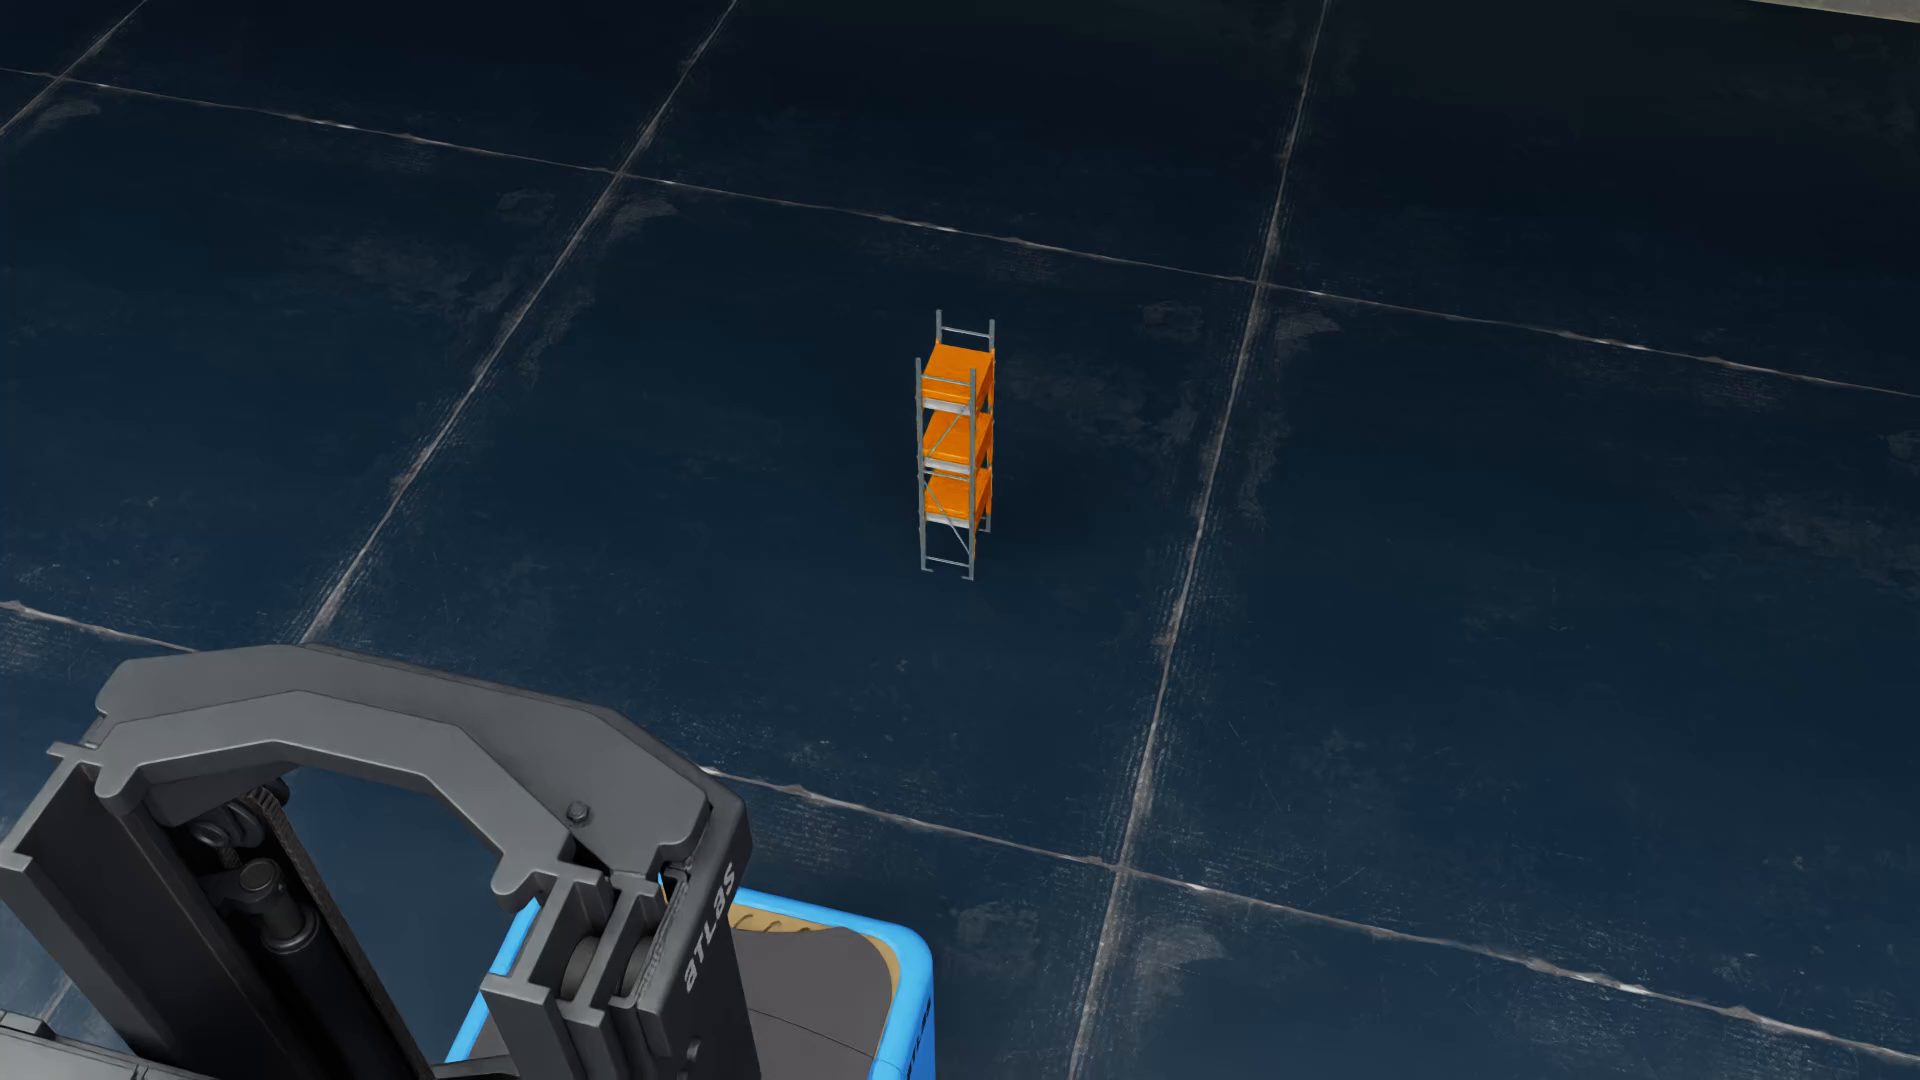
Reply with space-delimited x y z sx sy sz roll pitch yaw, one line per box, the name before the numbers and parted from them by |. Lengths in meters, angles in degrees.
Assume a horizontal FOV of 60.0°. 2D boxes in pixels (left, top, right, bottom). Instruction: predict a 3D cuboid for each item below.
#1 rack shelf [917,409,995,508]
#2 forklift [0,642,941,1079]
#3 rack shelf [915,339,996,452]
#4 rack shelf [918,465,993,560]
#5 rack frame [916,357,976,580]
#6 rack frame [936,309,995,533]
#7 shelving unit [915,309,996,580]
rack shelf | -0.014 -0.302 5.830 0.215 0.259 0.240 12 50 10
forklift | -0.917 1.664 2.827 1.130 2.935 3.031 11 50 10
rack shelf | -0.014 -0.489 5.617 0.215 0.259 0.240 12 50 10
rack shelf | -0.014 -0.118 6.039 0.215 0.259 0.240 12 50 10
rack frame | -0.046 -0.220 5.744 0.200 1.050 0.008 12 50 10
rack frame | 0.018 -0.397 5.900 0.200 1.050 0.008 12 50 10
shelving unit | -0.014 -0.309 5.822 0.215 1.050 0.252 12 50 10
